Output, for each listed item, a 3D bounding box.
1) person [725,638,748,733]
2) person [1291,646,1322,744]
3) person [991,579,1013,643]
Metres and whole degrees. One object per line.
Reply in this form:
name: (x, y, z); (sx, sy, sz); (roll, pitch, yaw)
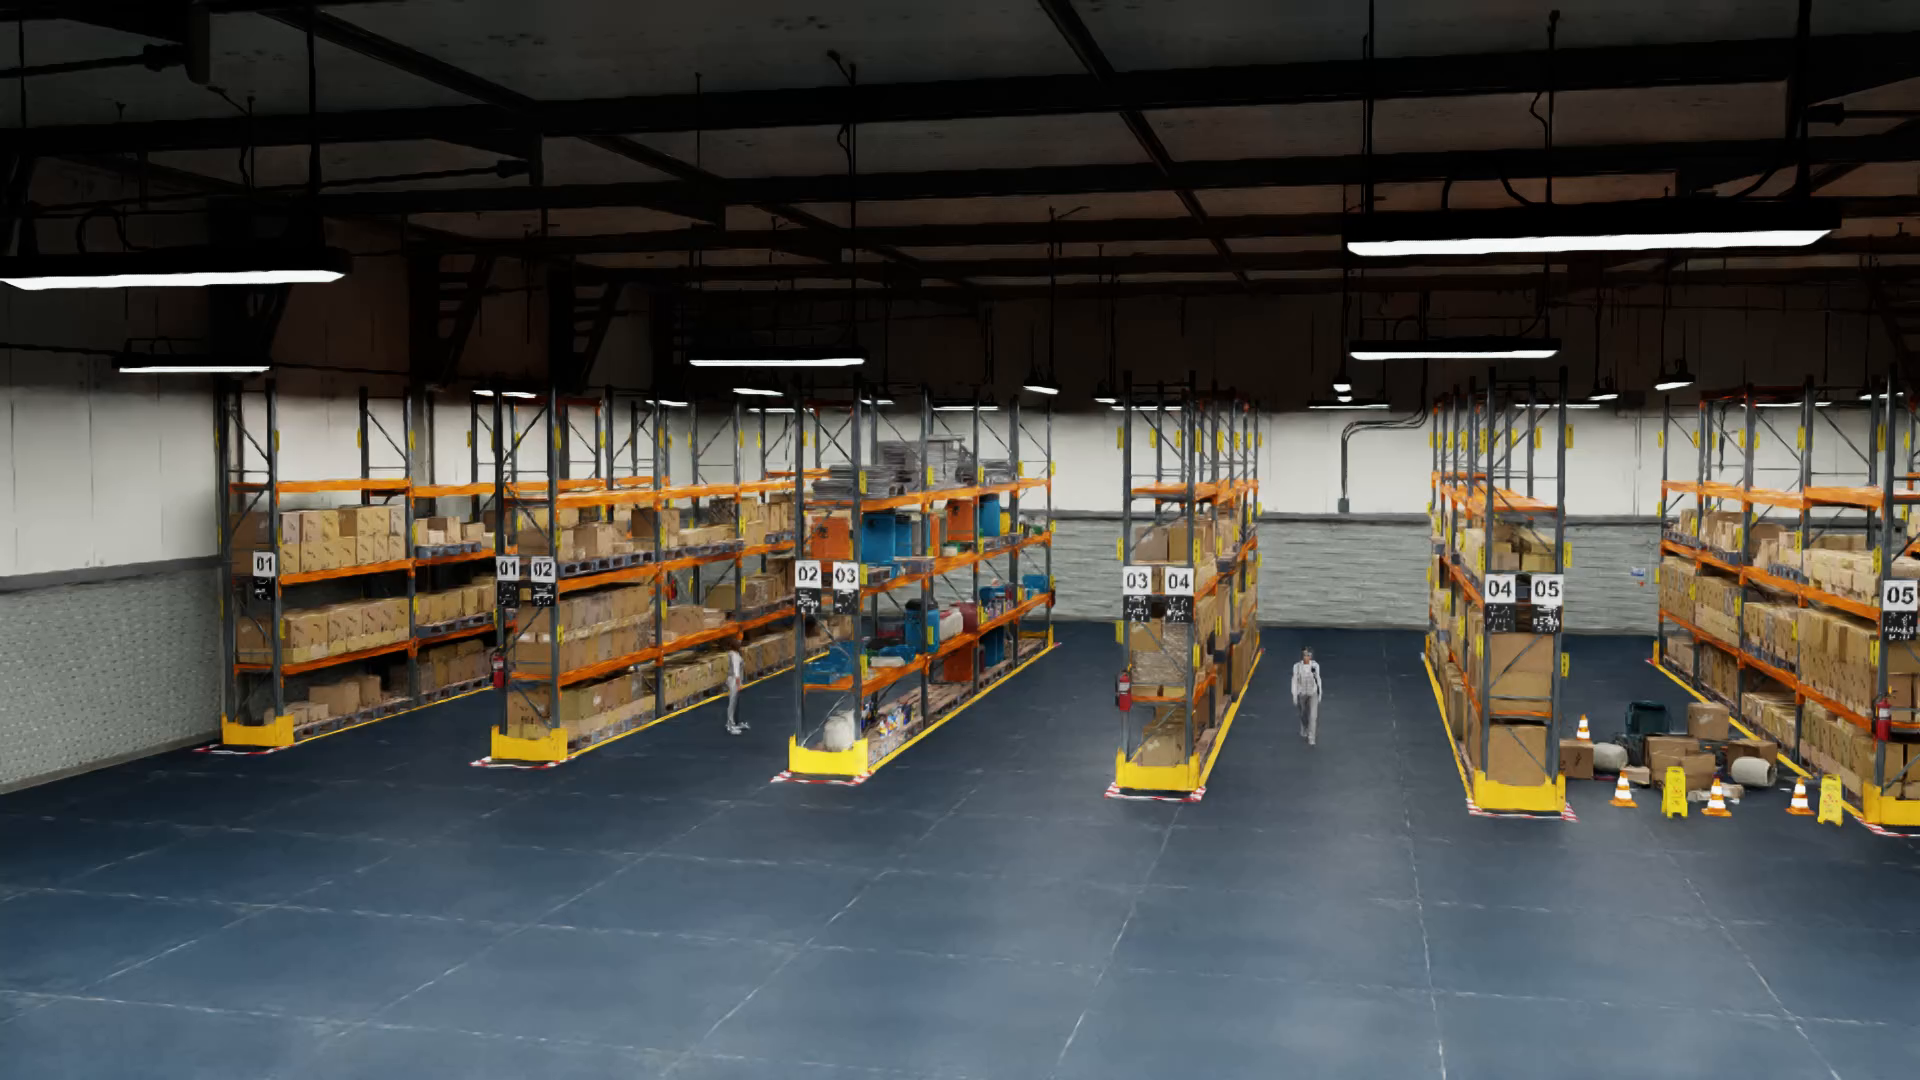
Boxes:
person: (-3.827, 2.475, 28.553); (0.417, 1.603, 0.505); (-1, 4, -16)
person: (5.735, 2.537, 27.539); (0.495, 1.587, 1.086); (1, 4, 16)
person: (0.875, 1.780, 39.345); (0.634, 1.731, 1.019); (2, 4, 34)
